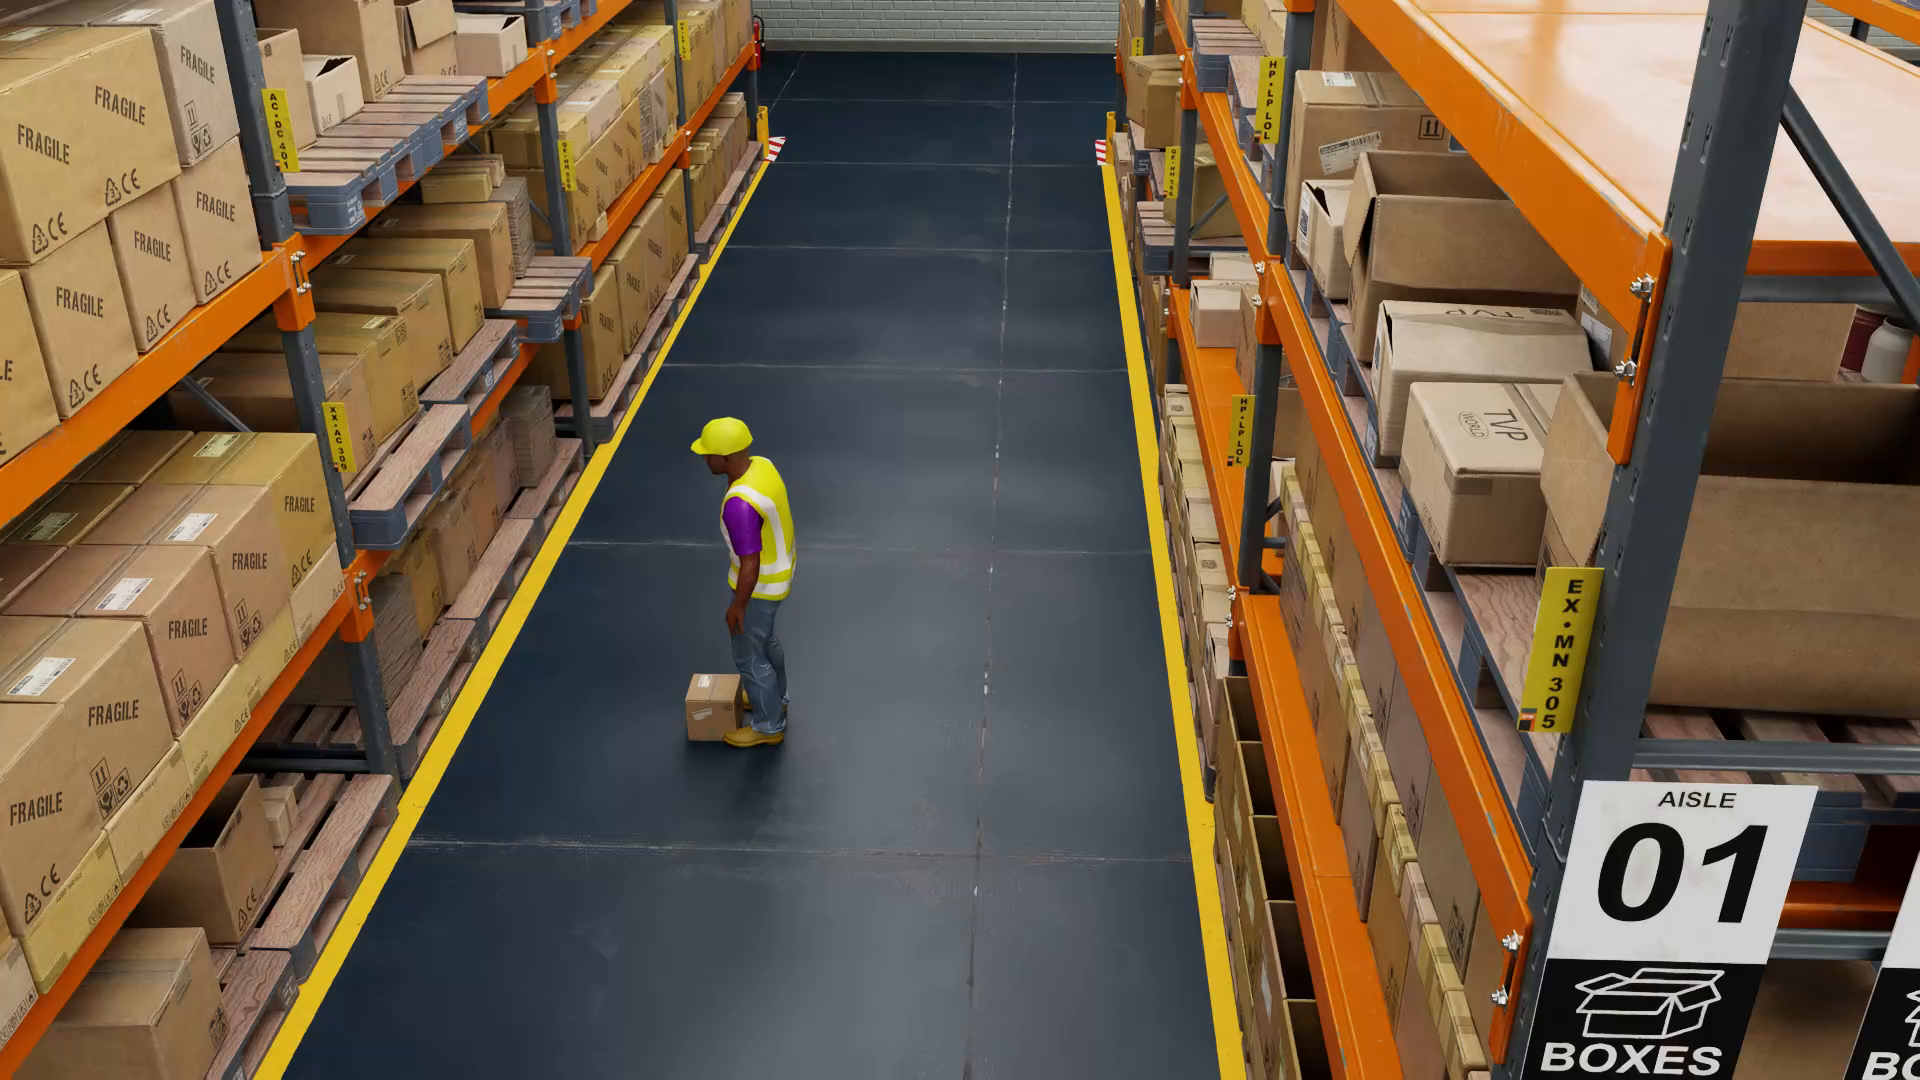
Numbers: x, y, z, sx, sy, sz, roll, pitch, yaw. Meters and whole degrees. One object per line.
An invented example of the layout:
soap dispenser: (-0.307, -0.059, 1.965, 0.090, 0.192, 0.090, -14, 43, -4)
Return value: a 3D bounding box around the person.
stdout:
person: (-1.041, 0.197, 8.227, 0.460, 1.761, 0.627, 1, 28, 3)
